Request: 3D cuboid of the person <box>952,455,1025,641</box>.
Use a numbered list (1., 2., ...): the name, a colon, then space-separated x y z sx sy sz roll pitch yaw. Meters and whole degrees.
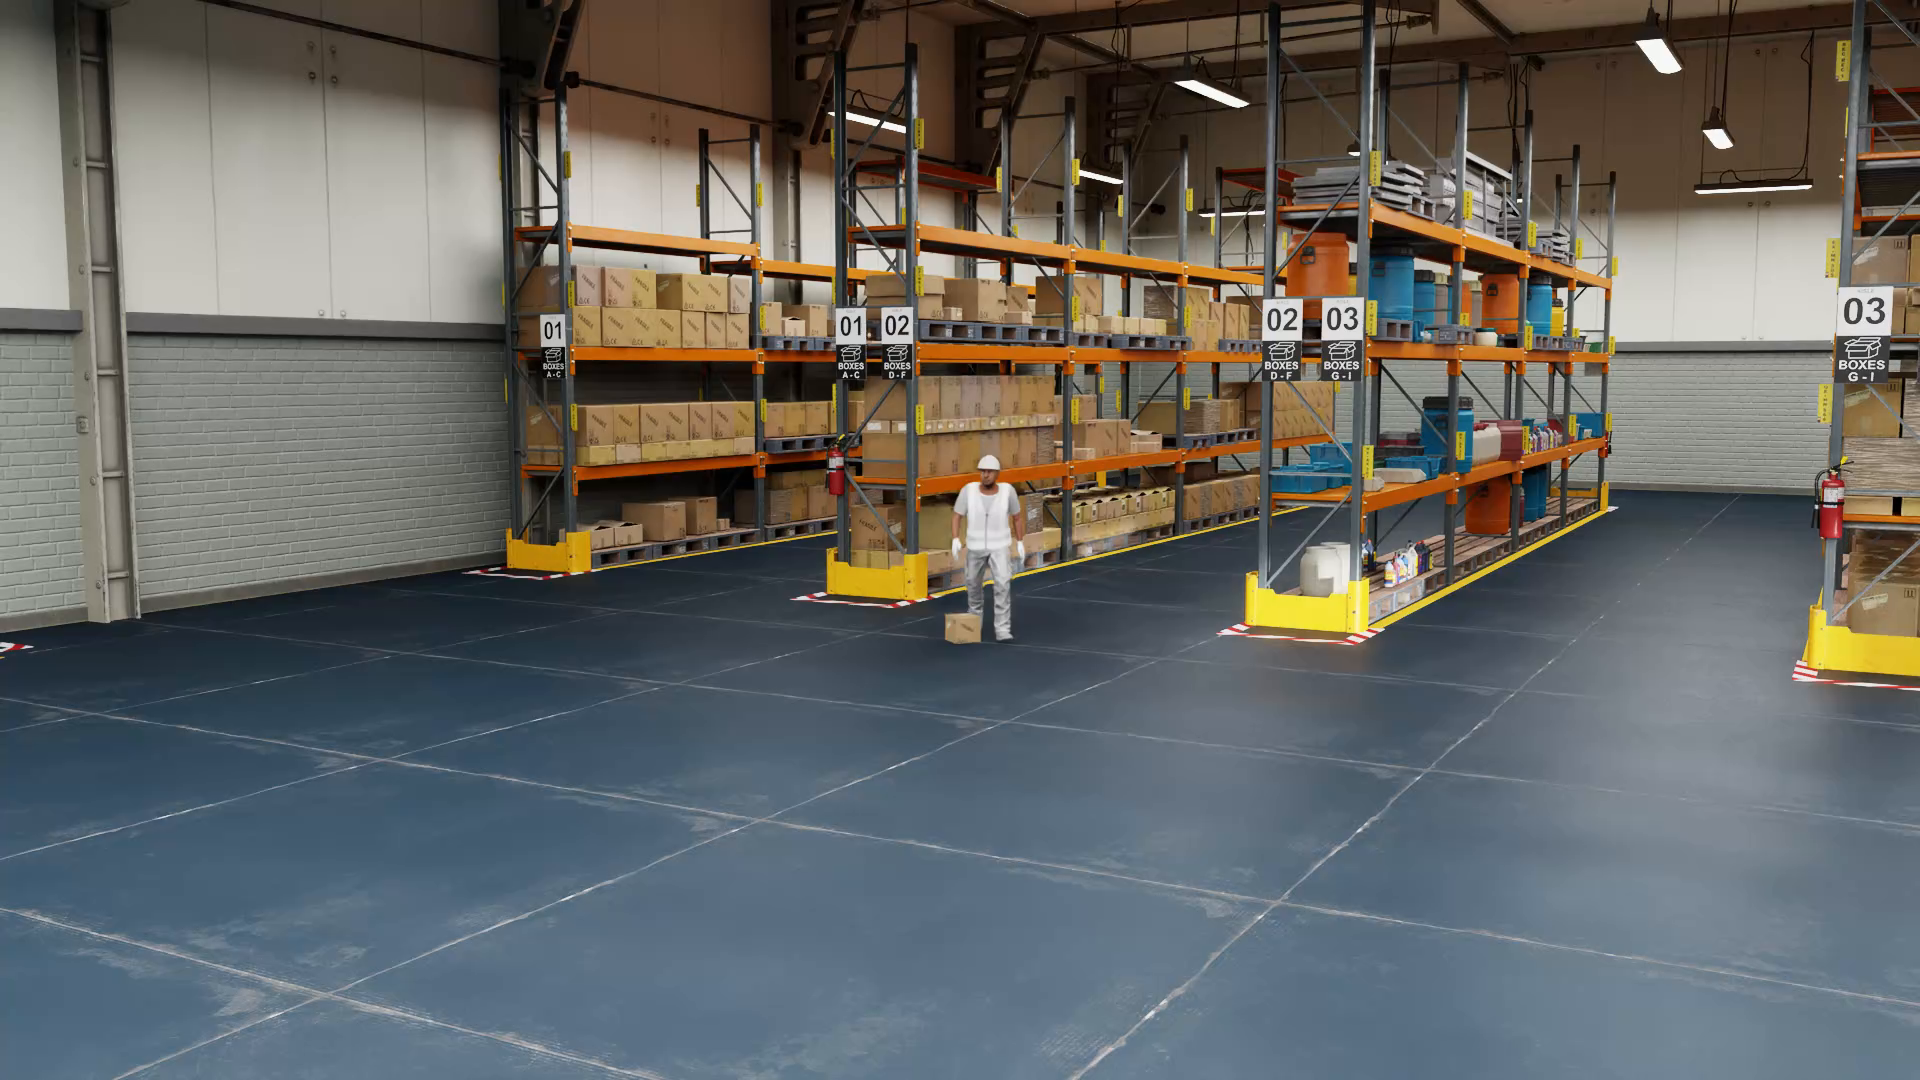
1. person: 0.278 0.054 15.571 0.668 1.724 0.867 1 6 9
